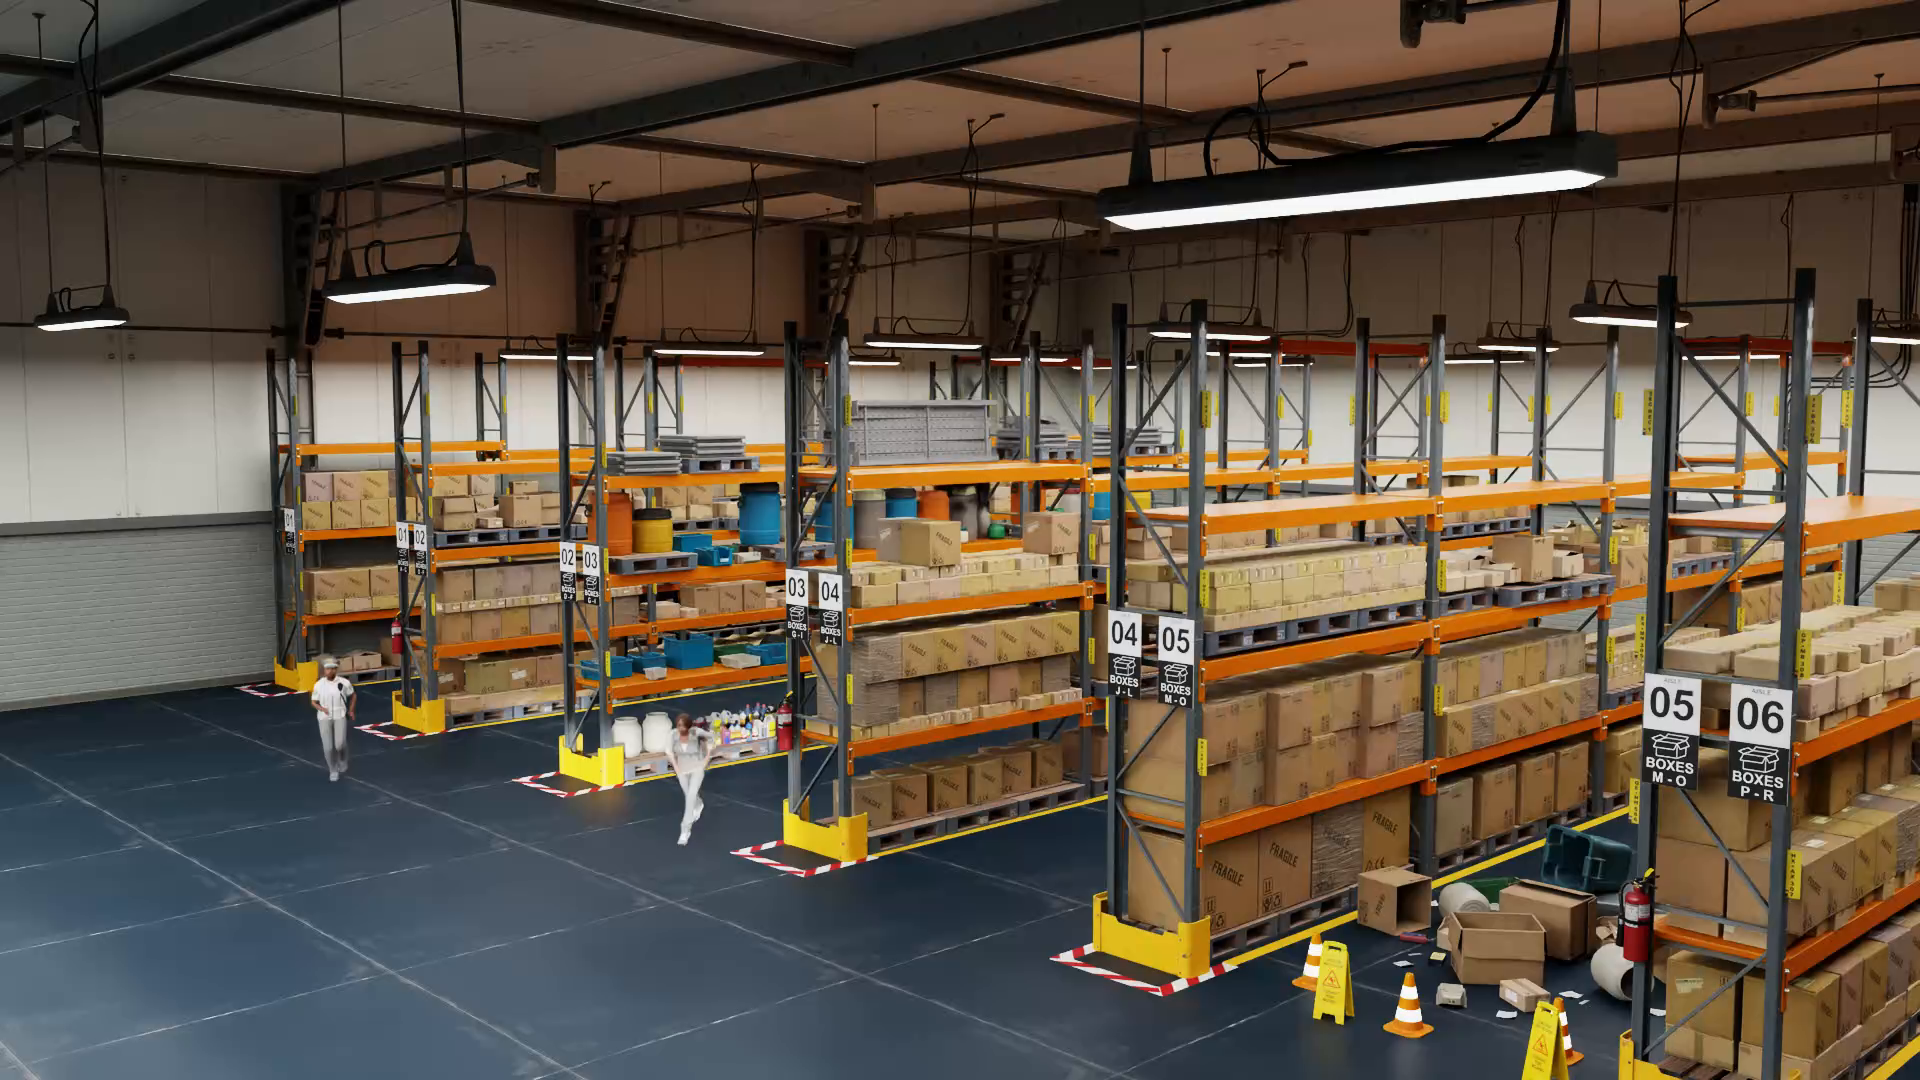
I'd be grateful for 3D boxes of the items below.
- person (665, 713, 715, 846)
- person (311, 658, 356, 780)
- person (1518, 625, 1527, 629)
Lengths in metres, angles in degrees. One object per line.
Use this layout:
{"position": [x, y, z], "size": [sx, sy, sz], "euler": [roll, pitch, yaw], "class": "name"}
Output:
{"position": [-3.148, 2.742, 19.537], "size": [0.575, 1.534, 0.919], "euler": [0, 5, 1], "class": "person"}
{"position": [-8.397, 2.407, 22.303], "size": [0.561, 1.661, 0.562], "euler": [-2, 5, -17], "class": "person"}
{"position": [8.710, 2.118, 25.485], "size": [0.647, 1.691, 0.923], "euler": [5, 7, 42], "class": "person"}
